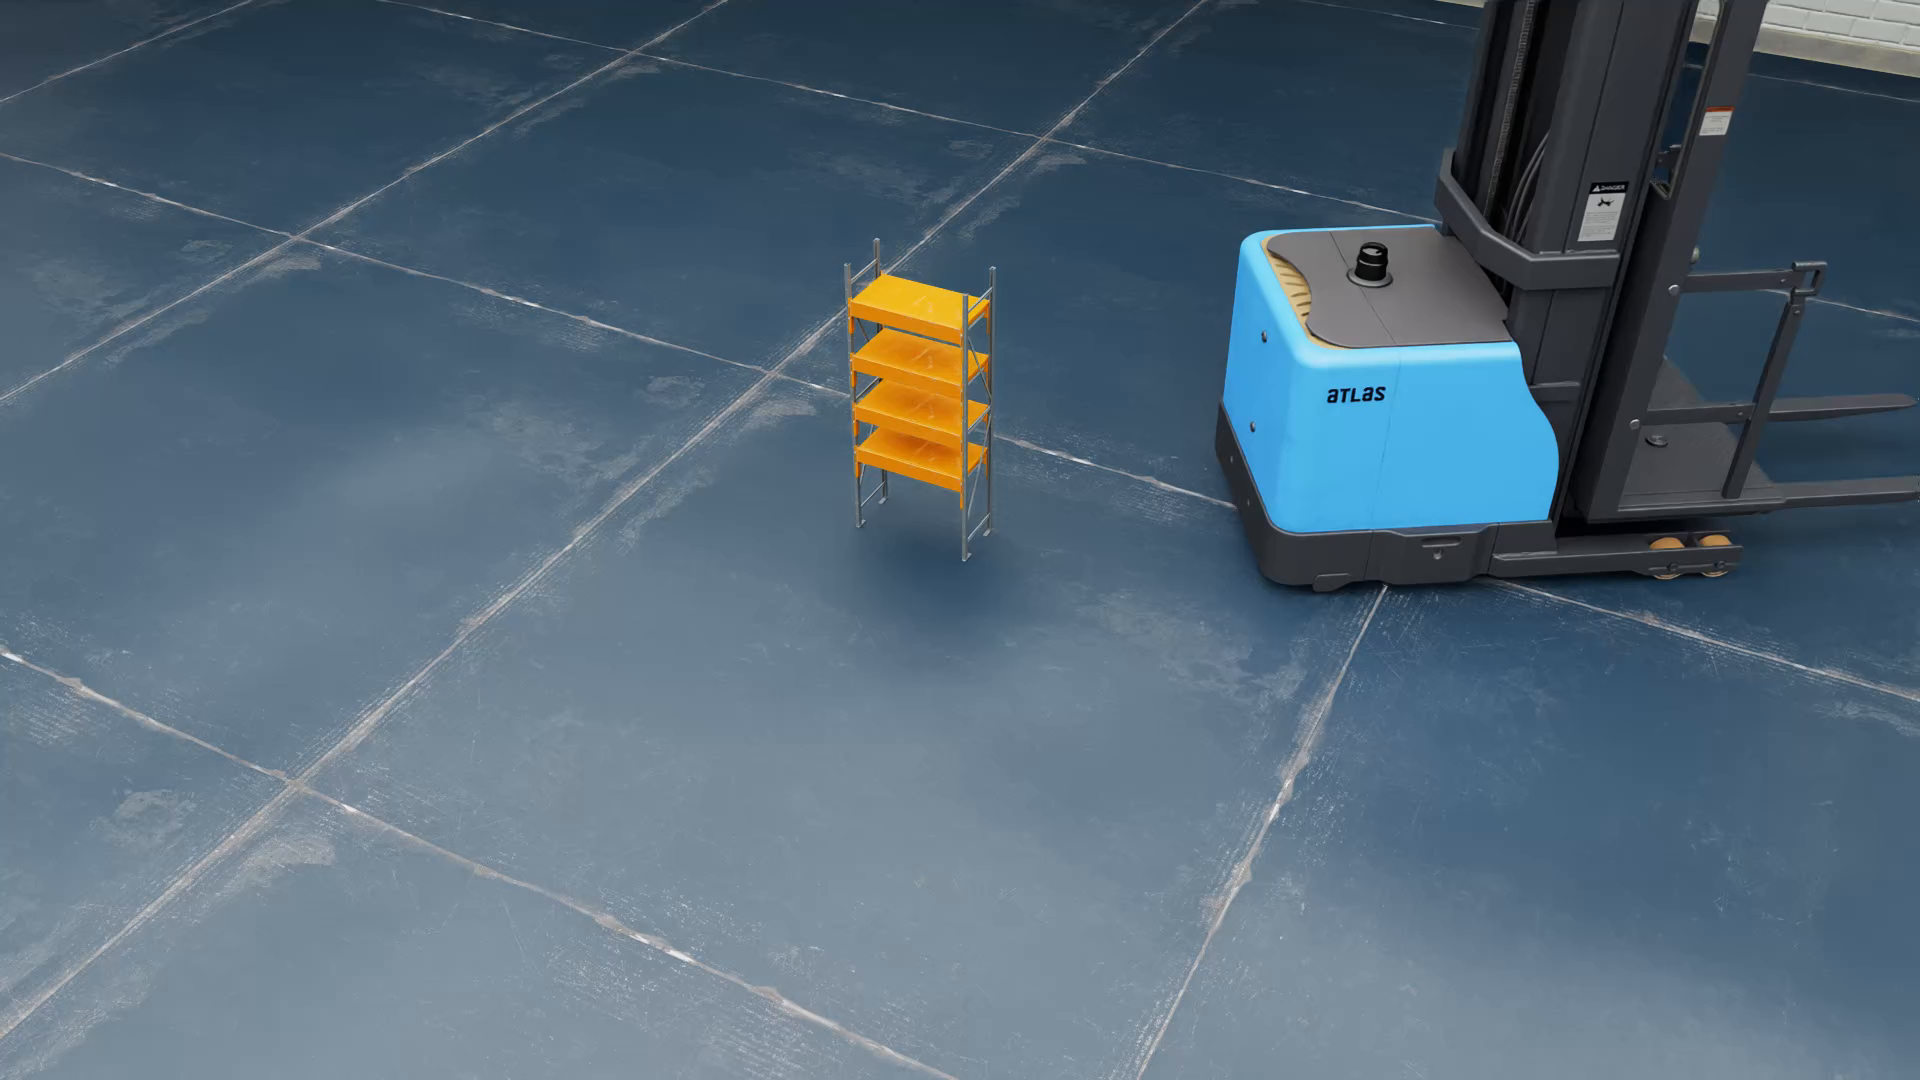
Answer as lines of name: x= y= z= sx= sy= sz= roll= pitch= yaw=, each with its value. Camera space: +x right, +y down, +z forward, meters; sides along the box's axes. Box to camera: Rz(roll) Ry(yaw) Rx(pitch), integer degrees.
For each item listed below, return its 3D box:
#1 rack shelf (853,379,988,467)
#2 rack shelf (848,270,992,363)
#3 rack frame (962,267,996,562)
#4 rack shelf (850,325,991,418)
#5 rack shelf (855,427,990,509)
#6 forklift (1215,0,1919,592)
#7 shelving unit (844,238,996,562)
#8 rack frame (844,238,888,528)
rack shelf: x=-0.147 y=-0.470 z=6.489 sx=0.480 sy=0.148 sz=0.258 roll=17 pitch=41 yaw=21
rack shelf: x=-0.147 y=-0.837 z=6.210 sx=0.480 sy=0.148 sz=0.258 roll=17 pitch=41 yaw=21
rack frame: x=0.070 y=-0.456 z=6.358 sx=0.015 sy=1.200 sz=0.240 roll=17 pitch=41 yaw=21
rack shelf: x=-0.147 y=-0.649 z=6.353 sx=0.480 sy=0.148 sz=0.258 roll=17 pitch=41 yaw=21
rack shelf: x=-0.147 y=-0.312 z=6.609 sx=0.480 sy=0.148 sz=0.258 roll=17 pitch=41 yaw=21
forklift: x=2.642 y=-1.329 z=6.076 sx=3.031 sy=2.935 sz=1.130 roll=-3 pitch=37 yaw=-4
shelving unit: x=-0.147 y=-0.524 z=6.448 sx=0.503 sy=1.200 sz=0.258 roll=17 pitch=41 yaw=21
rack frame: x=-0.364 y=-0.592 z=6.537 sx=0.015 sy=1.200 sz=0.240 roll=17 pitch=41 yaw=21
